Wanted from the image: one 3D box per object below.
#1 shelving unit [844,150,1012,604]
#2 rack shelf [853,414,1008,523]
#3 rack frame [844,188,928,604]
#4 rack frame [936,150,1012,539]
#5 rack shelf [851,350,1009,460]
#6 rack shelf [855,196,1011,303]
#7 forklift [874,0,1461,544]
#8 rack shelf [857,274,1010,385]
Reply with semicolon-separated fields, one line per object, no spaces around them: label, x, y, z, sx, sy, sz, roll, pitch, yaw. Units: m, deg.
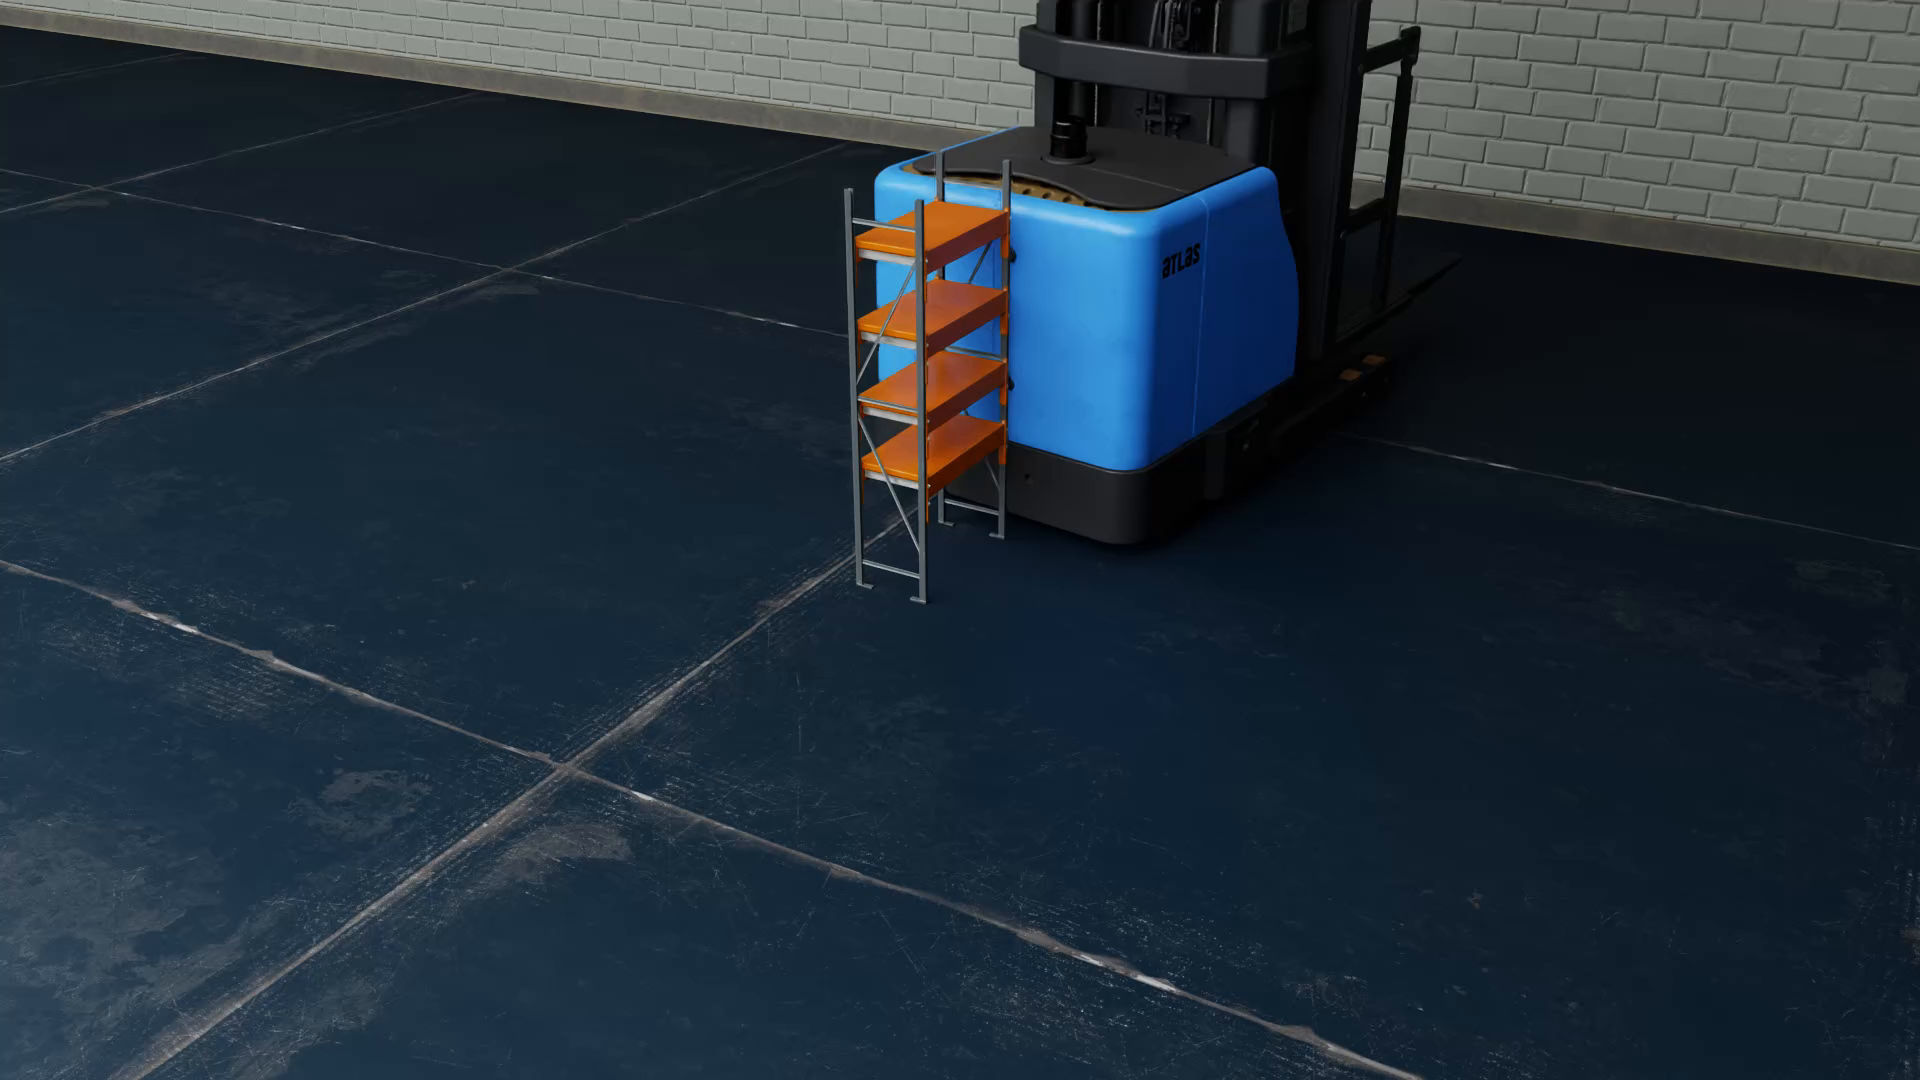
shelving unit;-0.081;-0.472;4.853;0.258;1.200;0.503;14;30;26
rack shelf;-0.081;-0.234;4.972;0.258;0.148;0.480;14;30;26
rack frame;-0.201;-0.377;4.663;0.240;1.200;0.015;14;30;26
rack frame;0.039;-0.567;5.043;0.240;1.200;0.015;14;30;26
rack shelf;-0.081;-0.412;4.883;0.258;0.148;0.480;14;30;26
rack shelf;-0.081;-0.823;4.677;0.258;0.148;0.480;14;30;26
forklift;1.003;-1.896;5.763;1.130;2.935;3.031;19;32;32
rack shelf;-0.081;-0.612;4.783;0.258;0.148;0.480;14;30;26
